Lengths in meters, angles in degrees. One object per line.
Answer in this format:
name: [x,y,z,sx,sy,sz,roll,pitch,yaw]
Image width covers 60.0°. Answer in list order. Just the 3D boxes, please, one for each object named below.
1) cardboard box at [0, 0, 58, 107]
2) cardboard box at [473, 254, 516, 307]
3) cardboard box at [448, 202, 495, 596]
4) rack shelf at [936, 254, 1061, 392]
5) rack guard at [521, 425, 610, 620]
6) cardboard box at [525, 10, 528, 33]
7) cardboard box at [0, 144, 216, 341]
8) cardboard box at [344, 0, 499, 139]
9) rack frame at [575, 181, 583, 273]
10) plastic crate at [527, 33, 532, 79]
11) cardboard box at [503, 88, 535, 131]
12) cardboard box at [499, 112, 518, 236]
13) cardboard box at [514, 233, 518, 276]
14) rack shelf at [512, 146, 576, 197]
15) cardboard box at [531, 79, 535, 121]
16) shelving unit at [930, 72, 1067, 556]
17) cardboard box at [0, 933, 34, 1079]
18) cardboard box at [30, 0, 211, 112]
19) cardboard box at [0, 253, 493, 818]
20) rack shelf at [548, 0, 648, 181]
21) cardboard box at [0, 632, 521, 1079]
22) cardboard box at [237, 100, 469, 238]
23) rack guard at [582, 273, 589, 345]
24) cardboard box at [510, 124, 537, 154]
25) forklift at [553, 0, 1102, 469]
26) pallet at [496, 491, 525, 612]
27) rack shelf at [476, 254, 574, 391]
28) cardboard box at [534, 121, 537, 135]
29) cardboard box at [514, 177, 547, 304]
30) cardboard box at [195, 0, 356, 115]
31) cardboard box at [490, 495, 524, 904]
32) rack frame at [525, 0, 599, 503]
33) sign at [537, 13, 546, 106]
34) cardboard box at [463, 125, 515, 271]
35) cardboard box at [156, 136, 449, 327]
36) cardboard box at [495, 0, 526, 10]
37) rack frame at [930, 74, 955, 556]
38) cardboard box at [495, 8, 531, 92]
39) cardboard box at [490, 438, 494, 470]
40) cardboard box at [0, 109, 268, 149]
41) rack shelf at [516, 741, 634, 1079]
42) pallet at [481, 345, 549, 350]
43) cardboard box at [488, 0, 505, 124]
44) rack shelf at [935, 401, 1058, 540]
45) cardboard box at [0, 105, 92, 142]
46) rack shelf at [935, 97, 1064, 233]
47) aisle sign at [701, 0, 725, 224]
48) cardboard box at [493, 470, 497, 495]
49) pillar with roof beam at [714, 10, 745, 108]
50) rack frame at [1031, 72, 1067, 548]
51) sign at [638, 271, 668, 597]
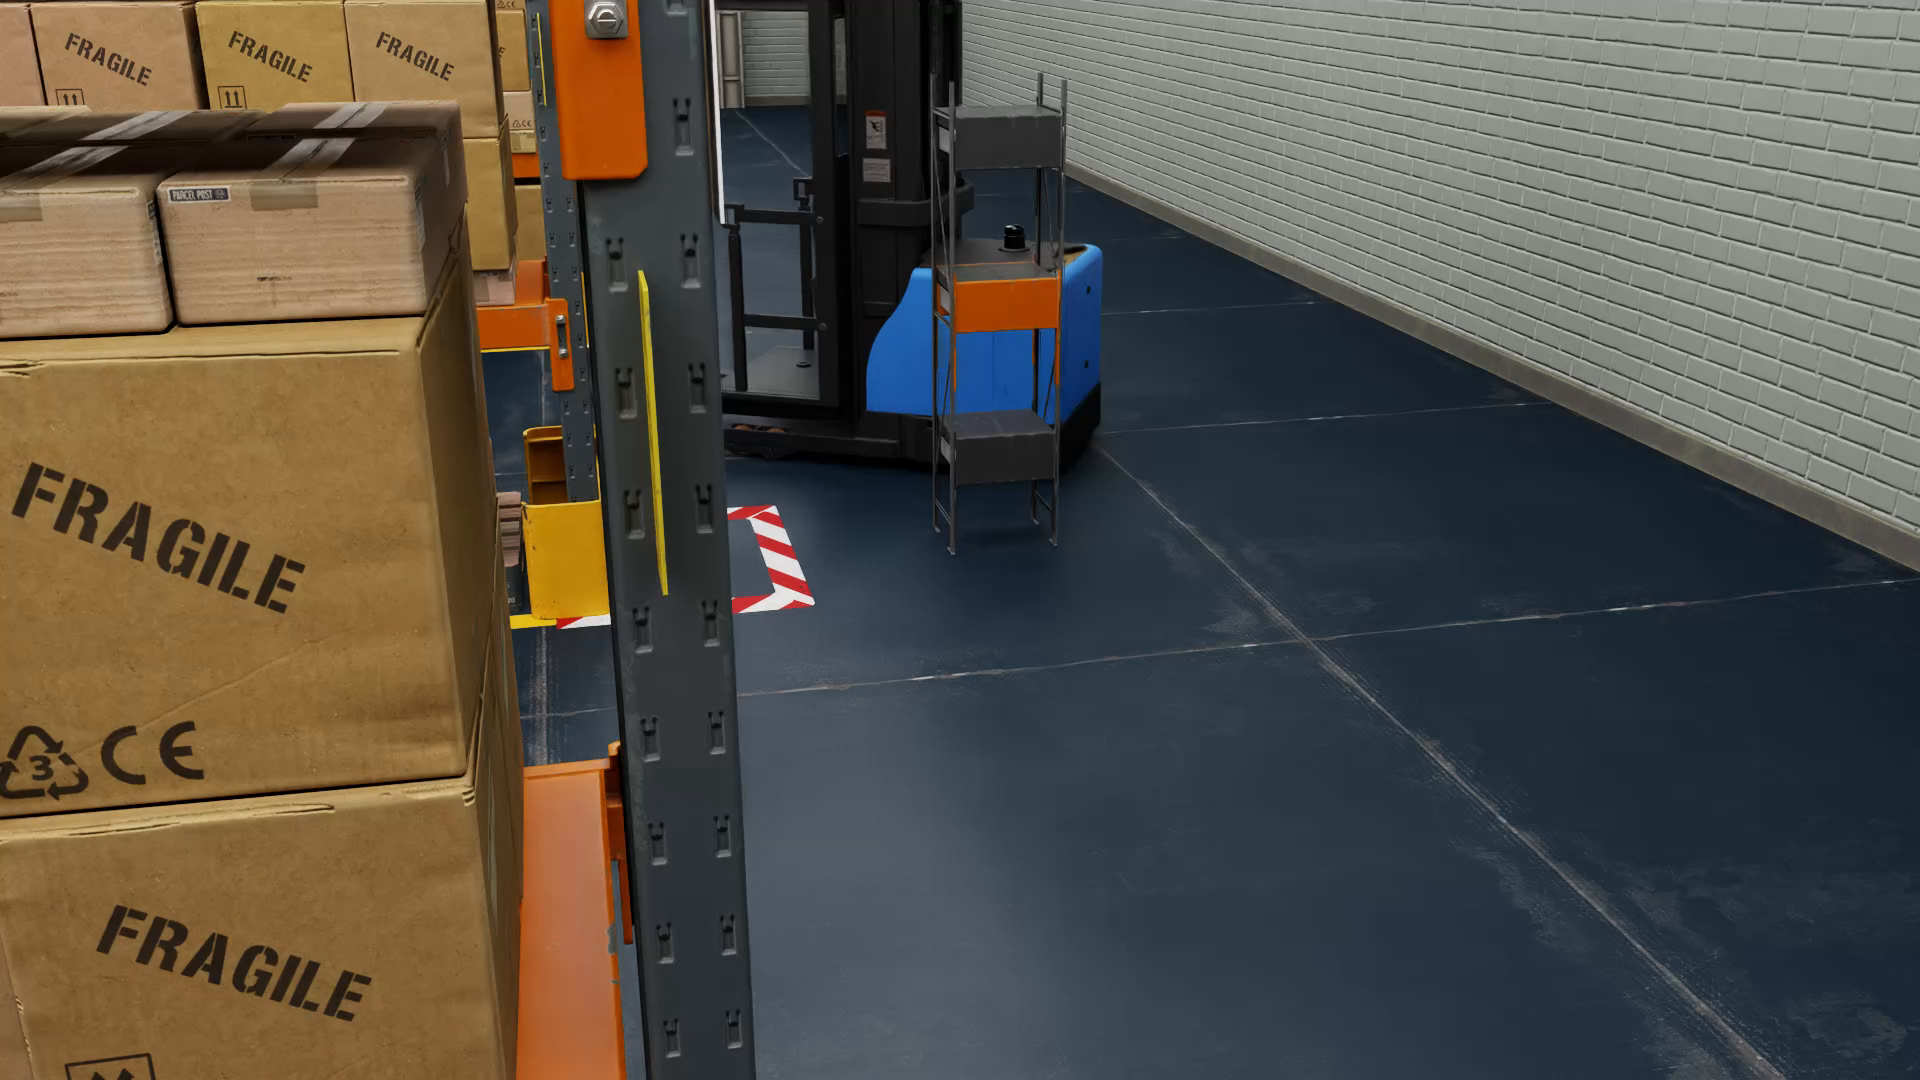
cardboard box: [-3.566,-1.696,6.051,0.500,0.500,0.500,-5,21,-14]
cardboard box: [-1.919,-1.048,6.679,0.250,0.149,0.380,-5,21,-12]
cardboard box: [-0.962,-0.211,2.431,0.500,0.500,0.500,-5,21,-14]
rack shelf: [0.161,-0.986,7.494,0.480,0.518,0.431,-5,21,-12]
rack guard: [-1.741,-0.106,7.378,0.348,0.500,1.175,-5,21,-12]
cardboard box: [-5.359,-6.191,20.209,0.500,0.500,0.500,-4,20,-11]
cardboard box: [-0.975,-0.335,1.825,0.250,0.149,0.380,-4,21,-11]
cardboard box: [-2.055,-1.823,6.398,0.500,0.500,0.500,-5,21,-14]
rack frame: [-2.710,-2.954,11.519,0.127,3.000,1.000,-5,21,-12]
plastic crate: [-4.133,-4.568,15.786,0.499,0.435,0.616,-5,21,-12]
cardboard box: [-3.121,-2.897,11.147,0.500,0.250,0.500,-5,21,-13]
cardboard box: [-2.168,-1.530,7.052,0.500,0.500,0.500,-4,20,-10]
cardboard box: [-2.058,-1.252,7.238,0.250,0.149,0.380,-5,21,-13]
rack shelf: [-4.657,-2.458,11.211,4.000,0.370,1.077,-5,21,-12]
cardboard box: [-3.239,-3.076,11.637,0.500,0.250,0.500,-5,21,-14]
shelving unit: [0.161,-0.999,7.489,0.503,2.100,0.431,-5,21,-12]
cardboard box: [-1.330,0.477,2.006,0.500,0.500,0.500,-5,21,-14]
cardboard box: [-3.052,-1.739,6.168,0.500,0.500,0.500,-4,20,-10]
cardboard box: [-0.844,-0.036,1.953,0.500,0.500,0.500,-4,20,-11]
rack shelf: [-2.376,-0.550,1.639,4.000,0.370,1.077,-5,21,-12]
cardboard box: [-0.838,0.443,2.100,0.500,0.500,0.500,-5,21,-12]
cardboard box: [-0.839,-0.523,2.339,0.250,0.149,0.380,-4,21,-11]
rack guard: [-2.687,-1.783,11.954,0.348,0.500,1.175,-5,21,-12]
cardboard box: [-2.981,-2.698,11.184,0.250,0.149,0.380,-4,21,-11]
forklift: [-0.782,-1.980,8.959,3.031,2.935,1.130,6,21,16]
pallet: [-2.540,0.082,7.285,1.213,0.211,1.003,-5,21,-12]
rack shelf: [-3.614,-0.790,6.657,4.000,0.370,1.077,-5,21,-12]
cardboard box: [-3.132,-2.919,11.787,0.250,0.149,0.380,-4,21,-12]
cardboard box: [-3.315,-2.077,11.601,0.875,0.875,0.875,-5,21,-12]
cardboard box: [-2.548,-1.783,6.289,0.500,0.500,0.500,-5,21,-14]
cardboard box: [-0.963,0.258,2.605,0.500,0.500,0.500,-5,21,-13]
rack frame: [-1.667,-1.286,6.965,0.127,3.000,1.000,-5,21,-12]
sign: [-1.559,-1.791,6.200,0.005,0.325,0.100,-5,21,-12]
cardboard box: [-2.045,-1.351,6.564,0.500,0.500,0.500,-4,21,-11]
cardboard box: [-0.733,-0.363,1.902,0.250,0.149,0.380,-4,21,-12]
cardboard box: [-5.356,-6.660,20.036,0.500,0.500,0.500,-5,21,-13]
rack frame: [-0.076,-0.980,7.436,0.015,2.100,0.400,-5,21,-12]
cardboard box: [-3.124,-3.249,11.019,0.500,0.500,0.500,-4,21,-12]
cardboard box: [-2.236,-0.329,7.453,0.250,0.149,0.380,-4,20,-10]
cardboard box: [-1.078,-0.478,2.217,0.250,0.149,0.380,-4,21,-11]
rack shelf: [-2.376,0.859,2.155,4.000,0.370,1.077,-5,21,-12]
pallet: [-3.470,-1.556,11.754,1.213,0.211,1.003,-5,21,-12]
cardboard box: [-2.165,-1.996,6.870,0.500,0.500,0.500,-5,21,-13]
rack shelf: [0.161,-0.329,7.735,0.480,0.518,0.431,-5,21,-12]
cardboard box: [-1.357,-0.496,2.266,0.250,0.149,0.380,-4,20,-11]
rack shelf: [0.161,-1.644,7.253,0.480,0.518,0.431,-5,21,-12]
aisle sign: [-0.288,-0.760,1.749,0.004,0.787,0.394,-5,21,-12]
cardboard box: [-2.251,-0.210,7.562,0.250,0.149,0.380,-4,21,-11]
pillar with roof beam: [-2.711,-9.808,21.506,0.400,9.000,9.100,-5,21,-12]
rack frame: [0.399,-1.018,7.542,0.015,2.100,0.400,-5,21,-12]
sign: [-0.318,-0.109,1.725,0.005,0.325,0.100,-5,21,-12]
